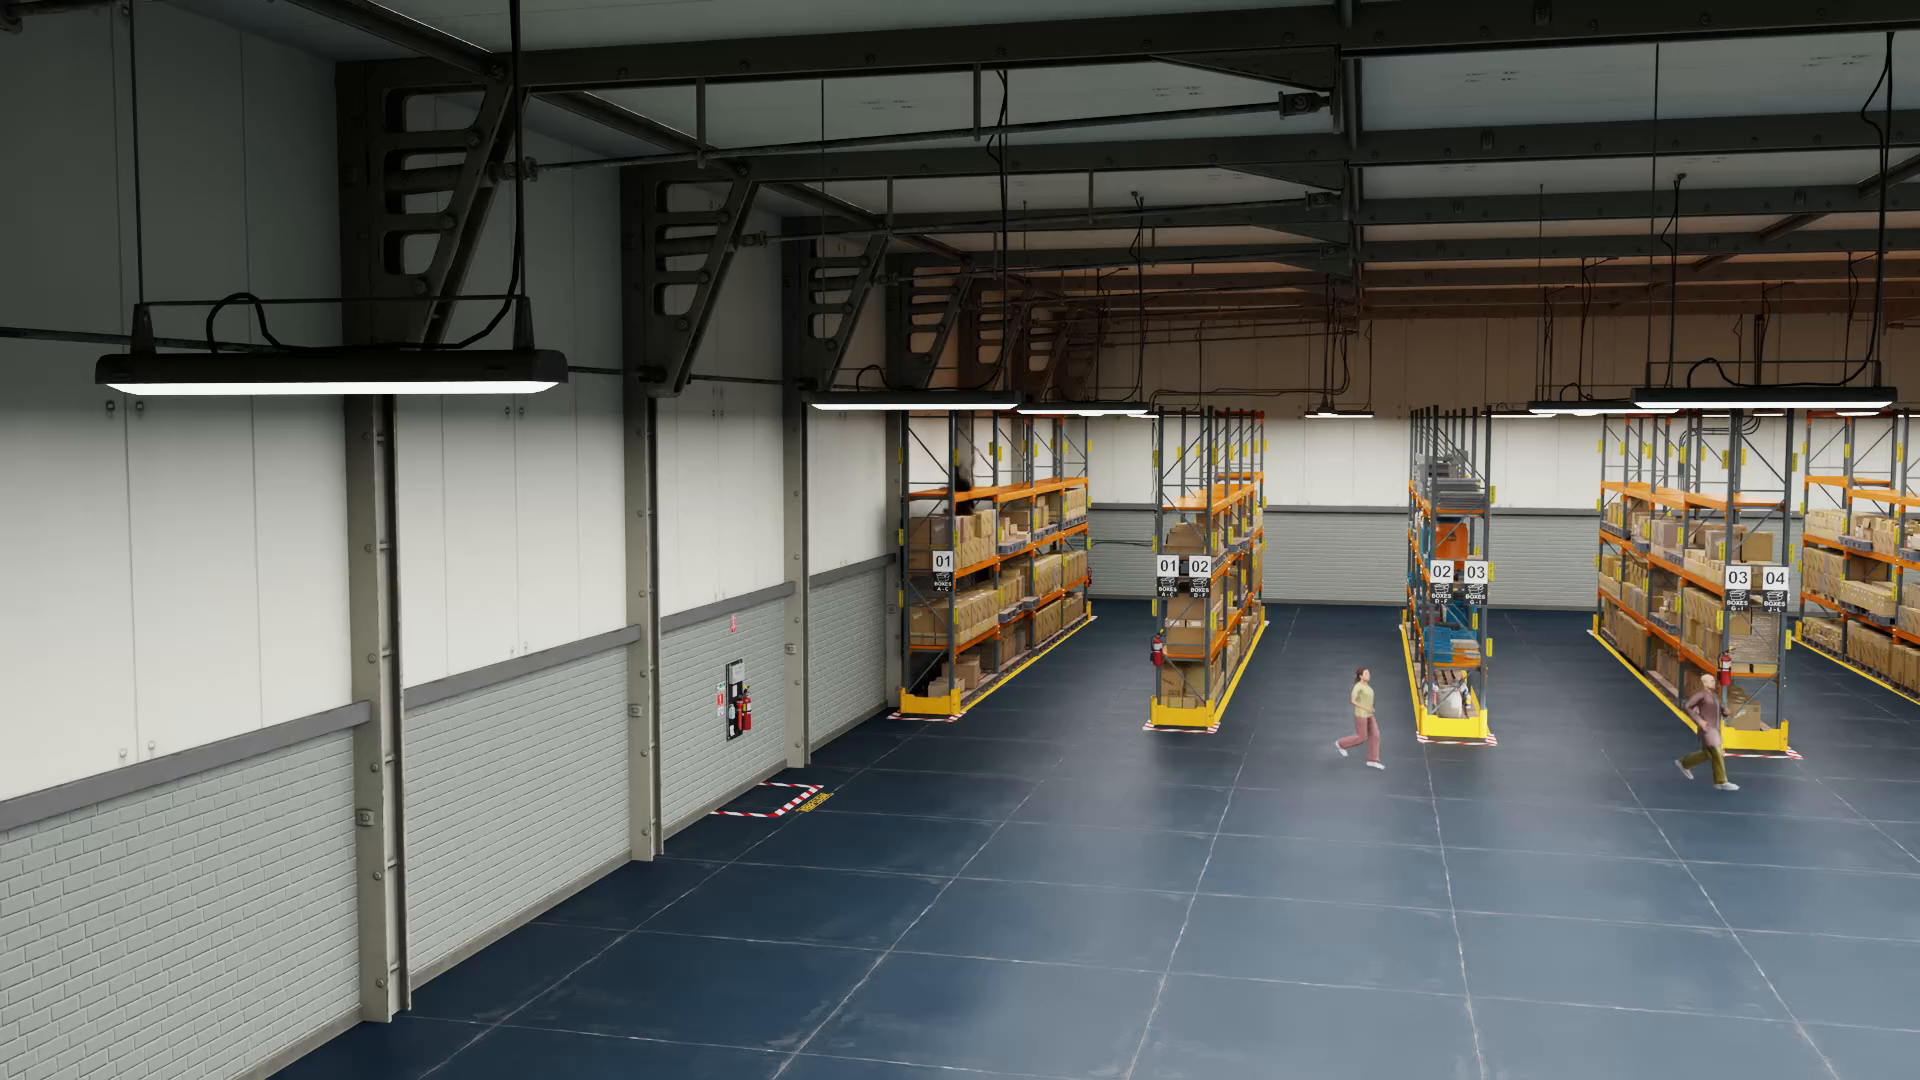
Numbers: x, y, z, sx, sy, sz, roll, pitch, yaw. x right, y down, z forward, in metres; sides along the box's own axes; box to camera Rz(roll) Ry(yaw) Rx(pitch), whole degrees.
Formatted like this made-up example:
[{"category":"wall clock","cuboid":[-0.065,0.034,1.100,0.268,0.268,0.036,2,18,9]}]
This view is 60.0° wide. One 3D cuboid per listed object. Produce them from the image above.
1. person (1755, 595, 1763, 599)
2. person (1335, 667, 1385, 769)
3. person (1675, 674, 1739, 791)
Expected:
[{"category":"person","cuboid":[20.761,1.731,43.818,0.506,1.705,0.713,-2,5,-28]},{"category":"person","cuboid":[6.662,2.933,27.595,0.866,1.659,0.587,3,5,40]},{"category":"person","cuboid":[11.644,2.966,25.910,0.714,1.754,1.034,-4,6,-45]}]
